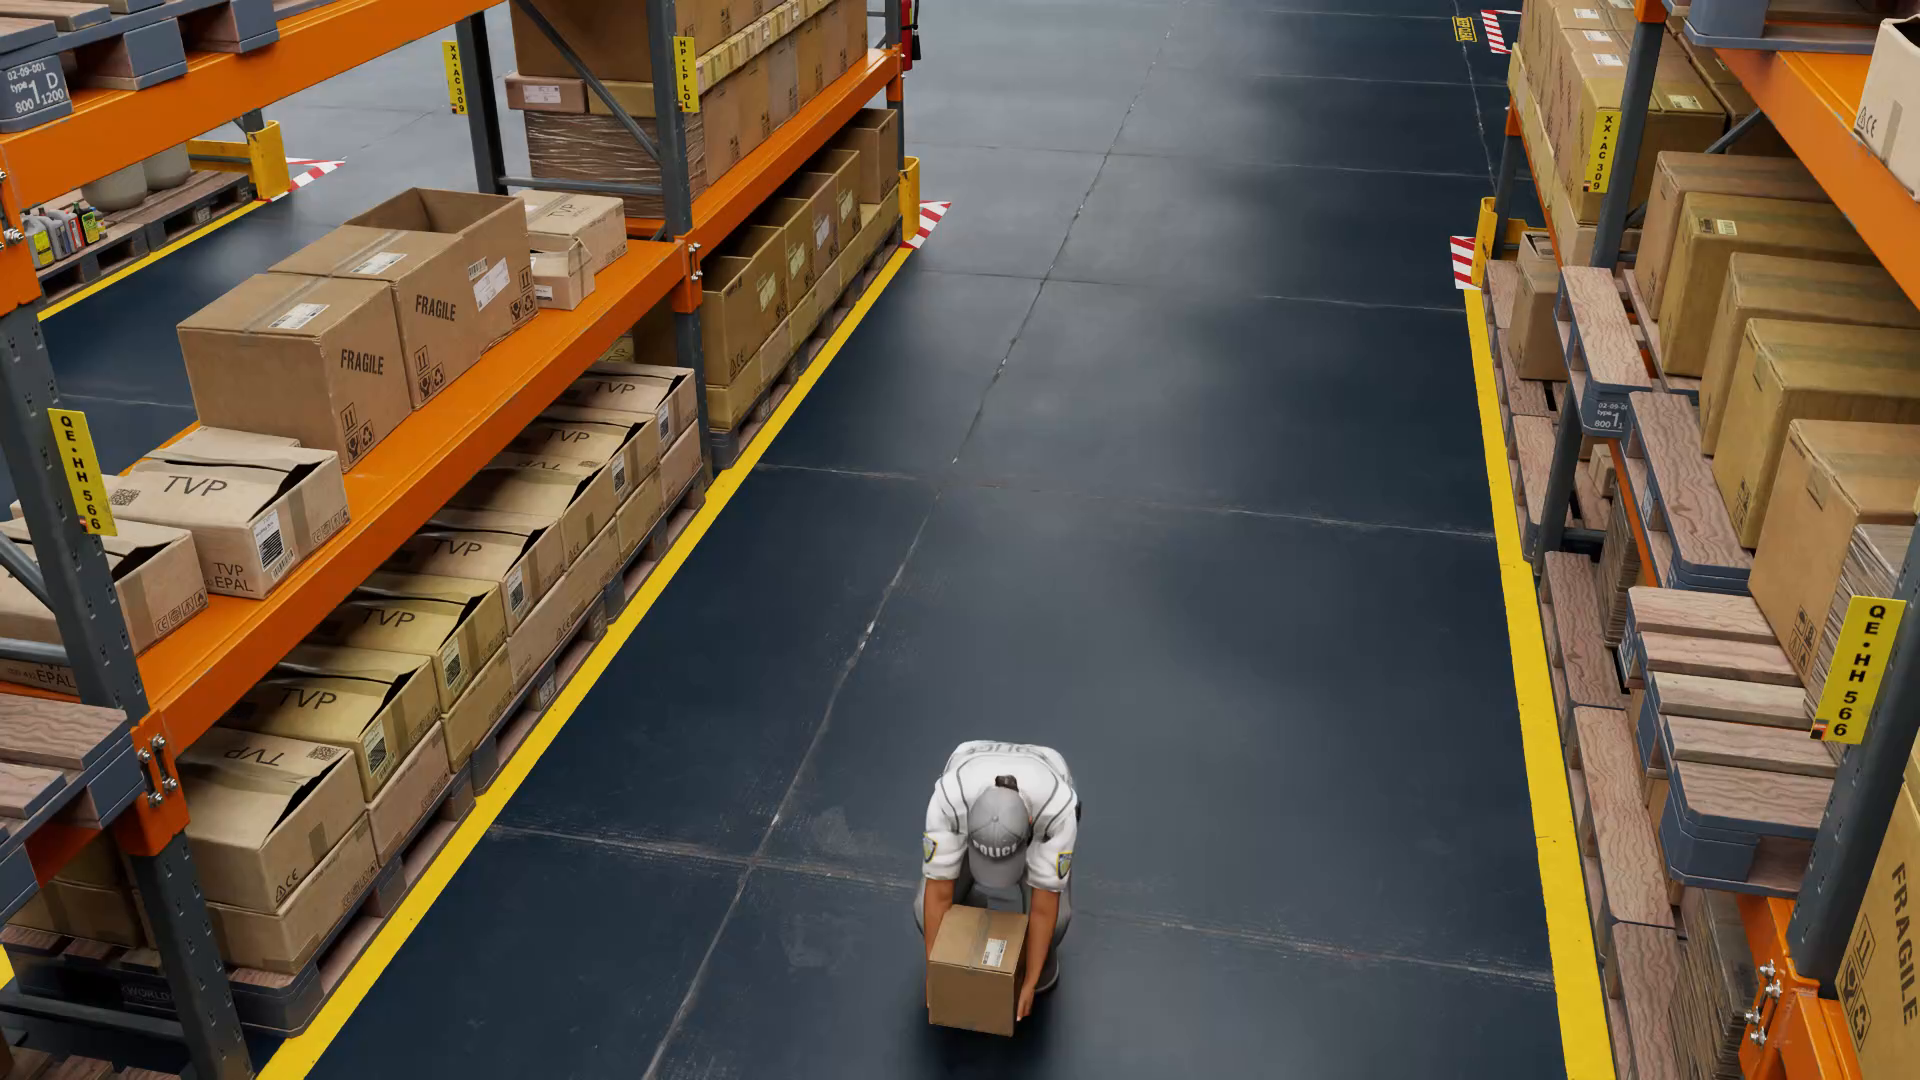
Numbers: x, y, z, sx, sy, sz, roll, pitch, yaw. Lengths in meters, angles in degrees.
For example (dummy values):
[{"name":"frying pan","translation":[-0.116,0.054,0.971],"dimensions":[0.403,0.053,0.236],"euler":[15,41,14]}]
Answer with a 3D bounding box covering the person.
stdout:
[{"name":"person","translation":[0.117,0.974,5.111],"dimensions":[0.497,0.955,0.861],"euler":[5,29,9]}]
